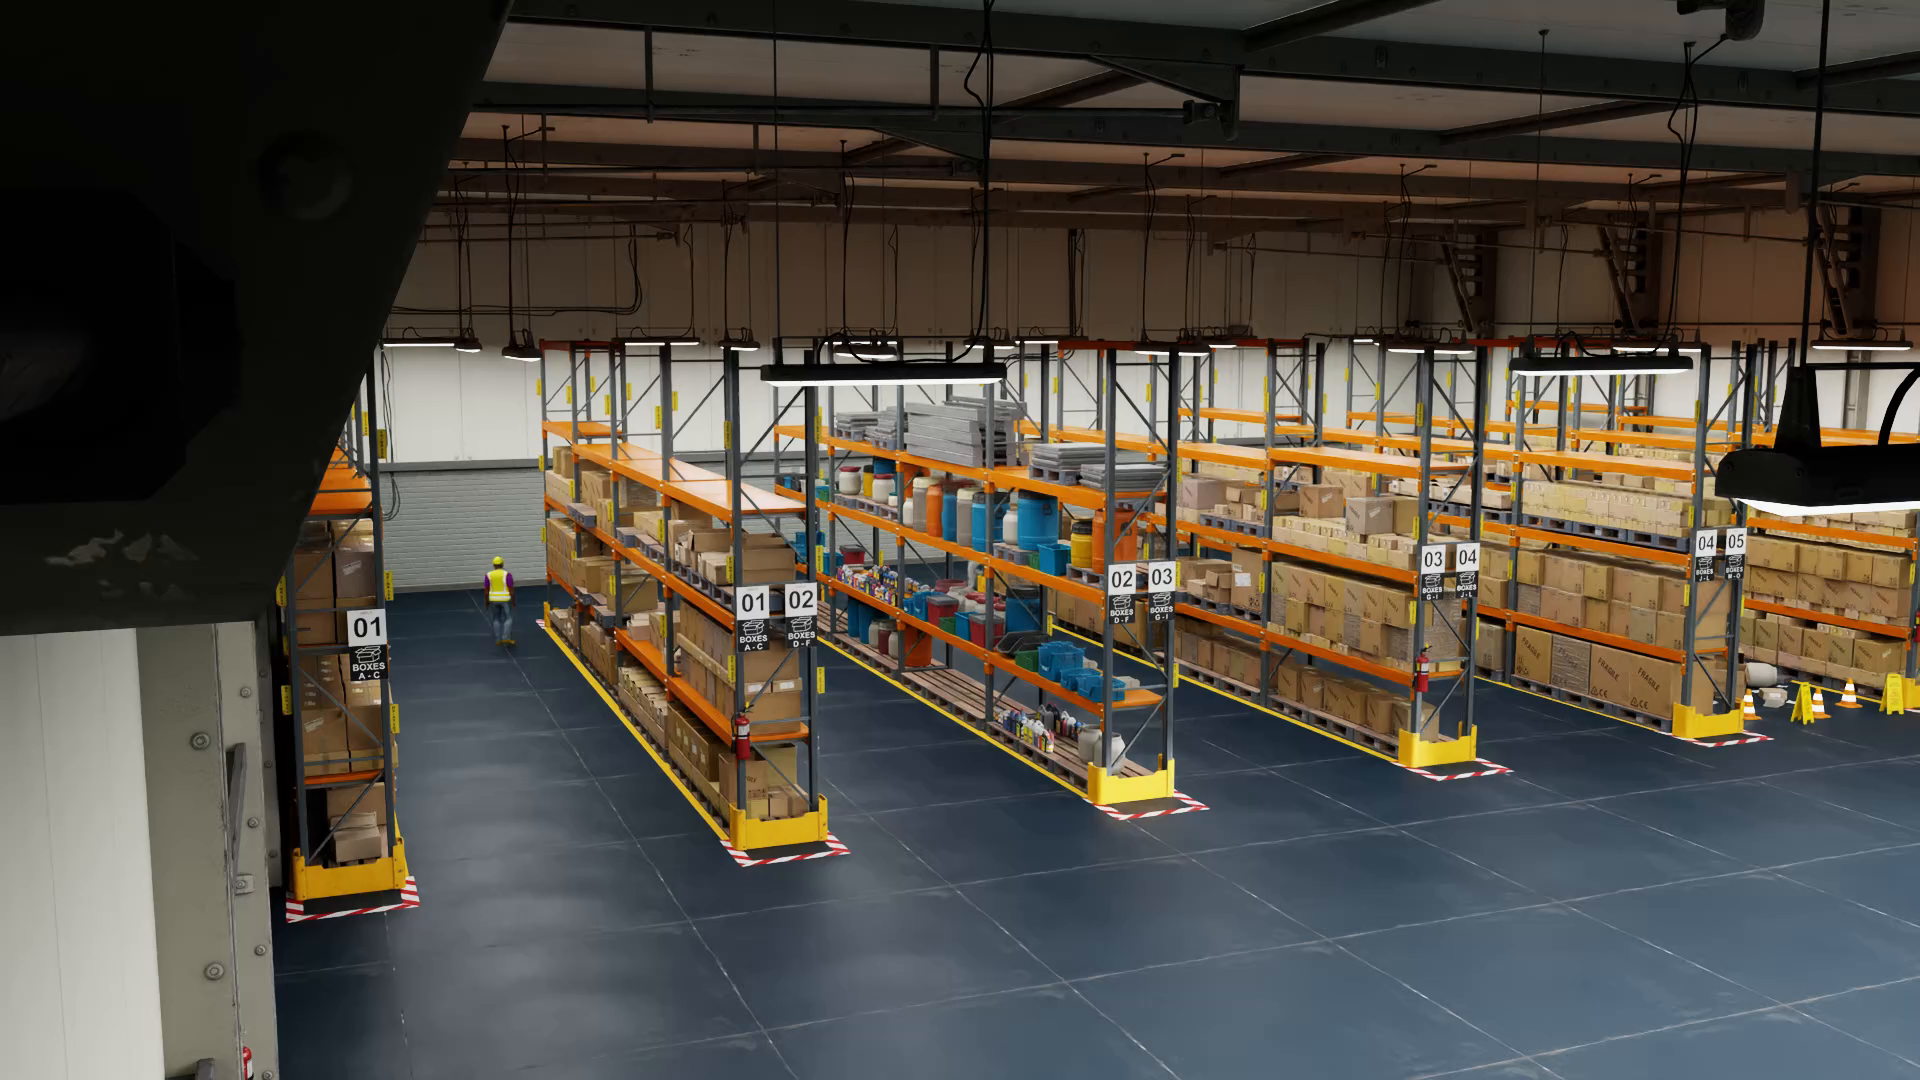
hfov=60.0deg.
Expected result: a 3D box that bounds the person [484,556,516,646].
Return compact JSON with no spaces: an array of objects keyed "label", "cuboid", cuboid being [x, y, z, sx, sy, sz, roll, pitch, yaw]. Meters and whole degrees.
[{"label":"person","cuboid":[-9.065,1.207,32.767,0.610,1.765,0.513,0,7,3]}]

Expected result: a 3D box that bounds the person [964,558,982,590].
[{"label":"person","cuboid":[0.378,0.365,39.573,0.817,1.630,0.481,-5,9,-35]}]
